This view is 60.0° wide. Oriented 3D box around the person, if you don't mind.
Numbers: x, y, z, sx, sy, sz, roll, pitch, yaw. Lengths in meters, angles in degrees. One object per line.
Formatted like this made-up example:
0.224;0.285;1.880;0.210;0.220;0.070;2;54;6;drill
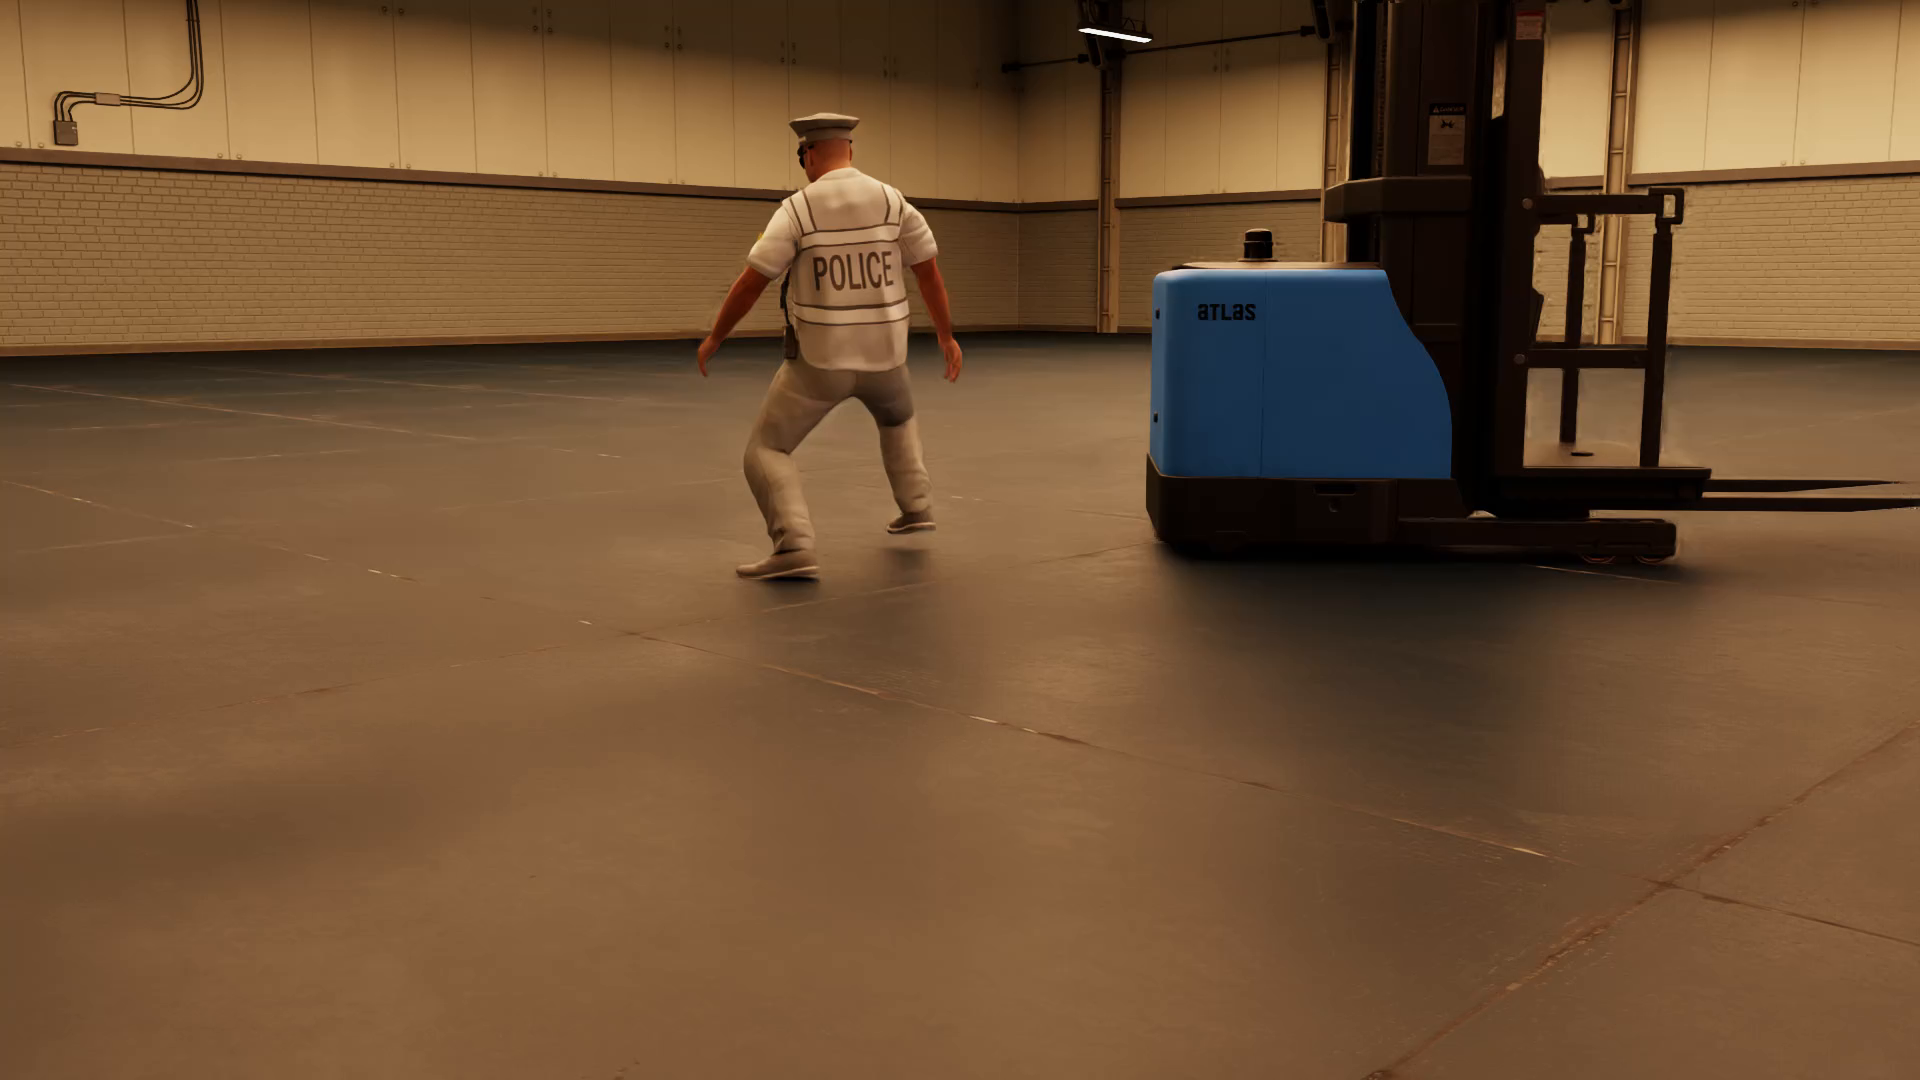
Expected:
-0.445;-0.701;6.016;0.961;1.640;0.638;-3;9;-19;person

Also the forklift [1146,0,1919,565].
2.287;-1.439;6.427;3.031;2.935;1.130;0;9;3;forklift
